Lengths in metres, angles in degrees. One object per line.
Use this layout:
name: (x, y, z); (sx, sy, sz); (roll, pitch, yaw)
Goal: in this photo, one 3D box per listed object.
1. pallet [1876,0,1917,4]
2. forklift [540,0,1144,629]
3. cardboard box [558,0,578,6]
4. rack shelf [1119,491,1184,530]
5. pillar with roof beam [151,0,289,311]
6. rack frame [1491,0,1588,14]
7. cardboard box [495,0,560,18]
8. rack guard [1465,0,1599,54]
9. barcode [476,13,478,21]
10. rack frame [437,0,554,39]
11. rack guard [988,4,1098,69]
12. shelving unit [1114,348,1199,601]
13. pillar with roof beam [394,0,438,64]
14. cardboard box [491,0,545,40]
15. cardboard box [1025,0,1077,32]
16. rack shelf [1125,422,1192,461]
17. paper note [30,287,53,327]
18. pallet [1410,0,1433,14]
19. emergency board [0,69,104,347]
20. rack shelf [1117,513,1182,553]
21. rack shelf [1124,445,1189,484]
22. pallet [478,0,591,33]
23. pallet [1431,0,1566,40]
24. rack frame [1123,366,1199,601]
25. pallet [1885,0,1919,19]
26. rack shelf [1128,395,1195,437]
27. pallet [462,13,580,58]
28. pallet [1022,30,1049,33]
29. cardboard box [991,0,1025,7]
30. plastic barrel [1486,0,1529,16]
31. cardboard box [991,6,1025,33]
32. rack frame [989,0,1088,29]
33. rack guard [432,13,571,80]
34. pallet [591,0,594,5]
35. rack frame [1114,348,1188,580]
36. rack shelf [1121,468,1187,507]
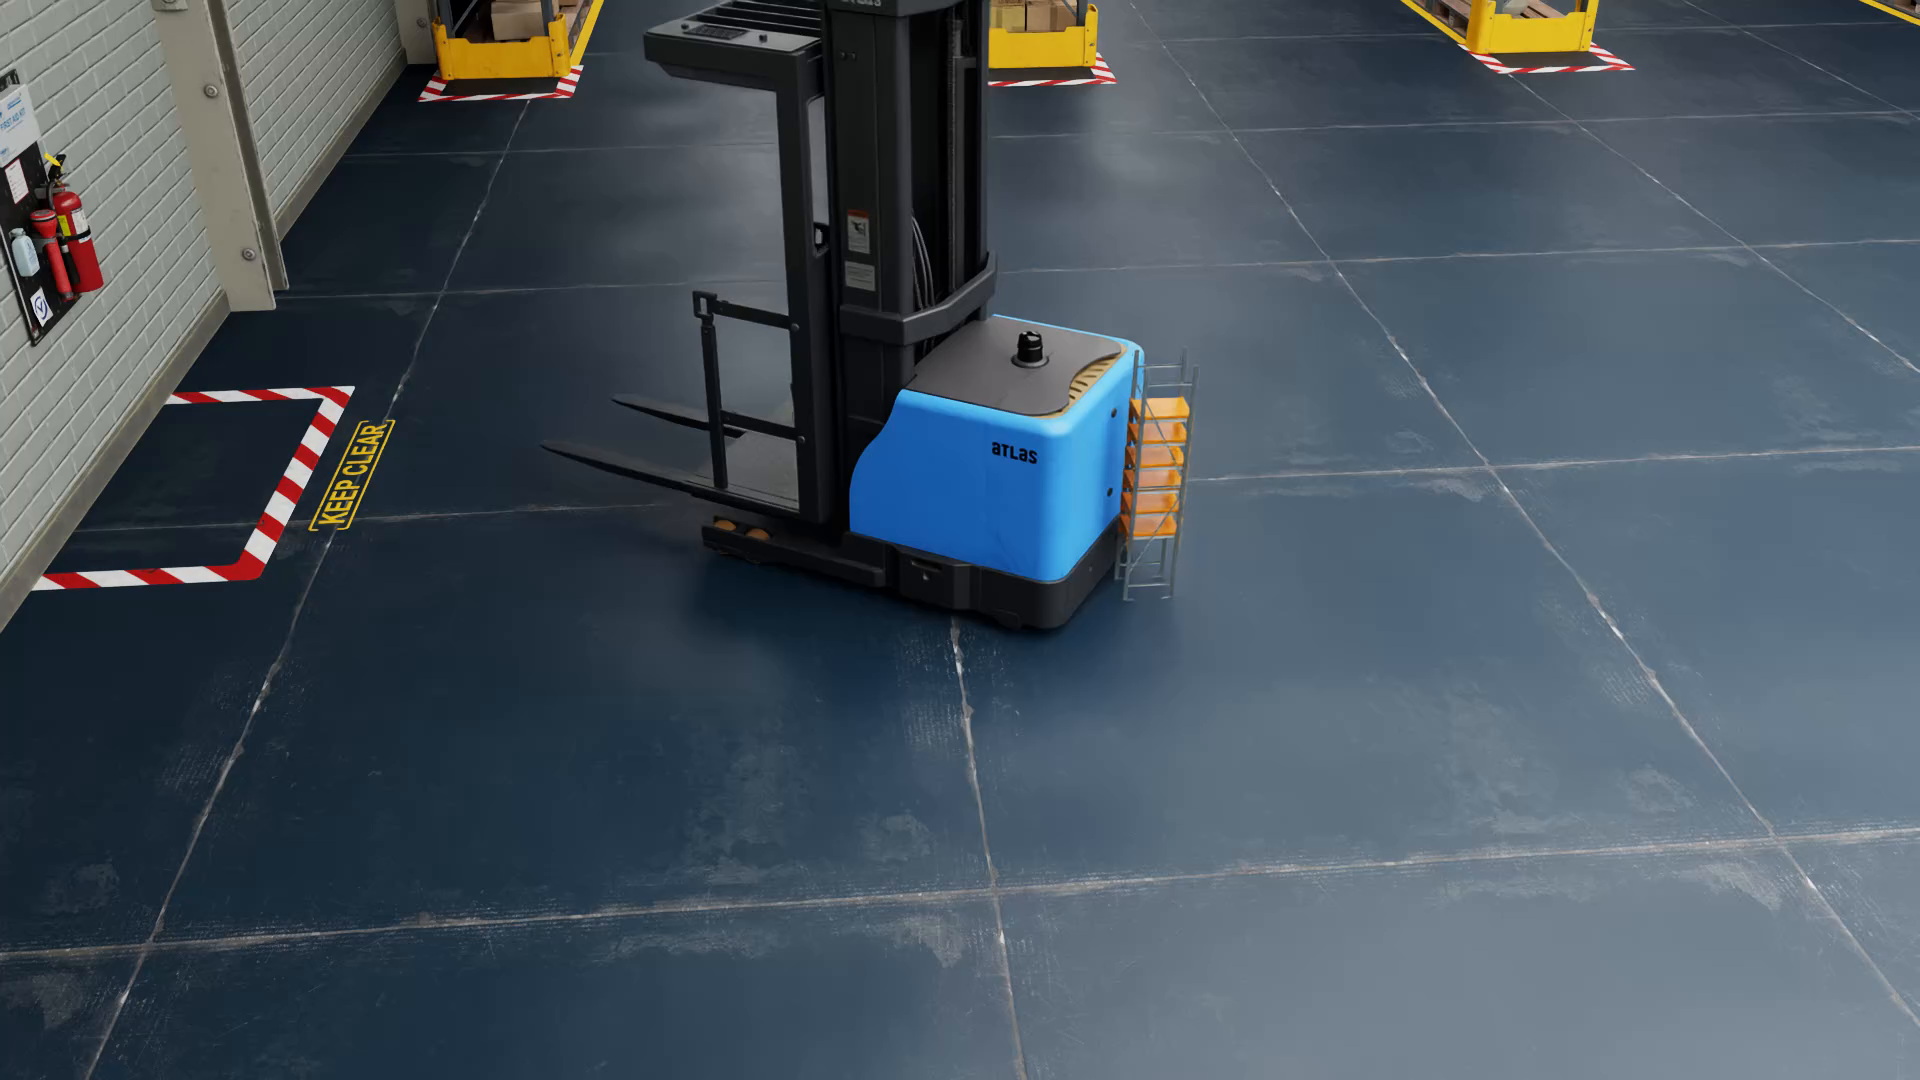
pallet: (10.401, -6.207, 18.436); (1.003, 0.211, 1.213); (-3, 31, -5)
forklift: (-0.686, -1.369, 7.684); (3.031, 2.935, 1.130); (14, 34, 23)
cardboard box: (-4.282, -5.757, 16.971); (0.700, 0.500, 0.500); (-5, 31, -8)
rack shelf: (0.877, -0.141, 7.627); (0.258, 0.103, 0.180); (-3, 32, -8)
pillar with roof beam: (-0.315, -5.650, 8.933); (9.100, 9.000, 0.400); (-3, 31, -5)
rack frame: (5.628, -6.090, 15.521); (1.000, 3.000, 0.127); (-3, 31, -5)
cardboard box: (-4.264, -5.299, 16.389); (0.500, 0.311, 0.500); (0, 31, 0)
rack guard: (5.574, -5.053, 16.223); (1.175, 0.500, 0.348); (-3, 31, -5)
barcode: (-4.610, -5.002, 15.882); (0.001, 0.075, 0.075); (-3, 31, -5)
rack frame: (-4.235, -5.615, 14.726); (1.000, 3.000, 0.127); (-3, 31, -5)
rack guard: (0.699, -4.769, 15.747); (1.175, 0.500, 0.348); (-3, 31, -5)
shelving unit: (0.882, -0.281, 7.541); (0.258, 1.200, 0.189); (-3, 32, -8)
pillar with roof beam: (-0.876, -8.713, 14.062); (9.100, 9.000, 0.400); (-3, 31, -5)
cardboard box: (-4.210, -5.007, 15.901); (0.500, 0.311, 0.500); (-6, 31, -10)
cardboard box: (0.868, -5.139, 16.200); (0.500, 0.250, 0.500); (-3, 31, -5)
rack shelf: (0.887, -0.448, 7.439); (0.258, 0.103, 0.180); (-3, 32, -8)
paper note: (-4.461, -1.133, 8.080); (0.016, 0.148, 0.142); (-3, 31, -5)
pallet: (5.393, -5.966, 18.032); (1.003, 0.211, 1.213); (-3, 31, -5)
emergency board: (-4.408, -1.605, 8.011); (0.194, 1.169, 0.643); (-3, 31, -5)
rack shelf: (0.874, -0.039, 7.690); (0.258, 0.103, 0.180); (-3, 32, -8)
rack shelf: (0.884, -0.346, 7.502); (0.258, 0.103, 0.180); (-3, 32, -8)
pallet: (-4.394, -5.495, 17.244); (1.003, 0.211, 1.213); (-3, 31, -5)
pallet: (5.504, -5.344, 16.992); (1.003, 0.211, 1.213); (-3, 31, -5)
rack frame: (0.895, -0.233, 7.464); (0.240, 1.200, 0.006); (-3, 32, -8)
pallet: (10.512, -5.585, 17.395); (1.003, 0.211, 1.213); (-3, 31, -5)
rack shelf: (0.890, -0.550, 7.376); (0.258, 0.103, 0.180); (-3, 32, -8)
pallet: (-4.283, -4.874, 16.203); (1.003, 0.211, 1.213); (-3, 31, -5)
pallet: (0.583, -5.046, 16.492); (1.003, 0.211, 1.213); (-3, 31, -5)
cardboard box: (0.350, -5.436, 15.966); (0.500, 0.500, 0.500); (-3, 31, -5)
plastic barrel: (5.491, -5.535, 16.607); (0.421, 0.512, 0.421); (0, 31, 0)
cardboard box: (0.352, -5.114, 16.159); (0.500, 0.250, 0.500); (-3, 31, -5)
rack frame: (0.696, -5.855, 15.127); (1.000, 3.000, 0.127); (-3, 31, -5)
rack guard: (-4.242, -4.581, 15.432); (1.175, 0.500, 0.348); (-3, 31, -5)
pallet: (-4.511, -6.119, 18.289); (1.003, 0.211, 1.213); (-3, 31, -5)
rack frame: (0.869, -0.329, 7.618); (0.240, 1.200, 0.006); (-3, 32, -8)
rack shelf: (0.880, -0.243, 7.564); (0.258, 0.103, 0.180); (-3, 32, -8)
